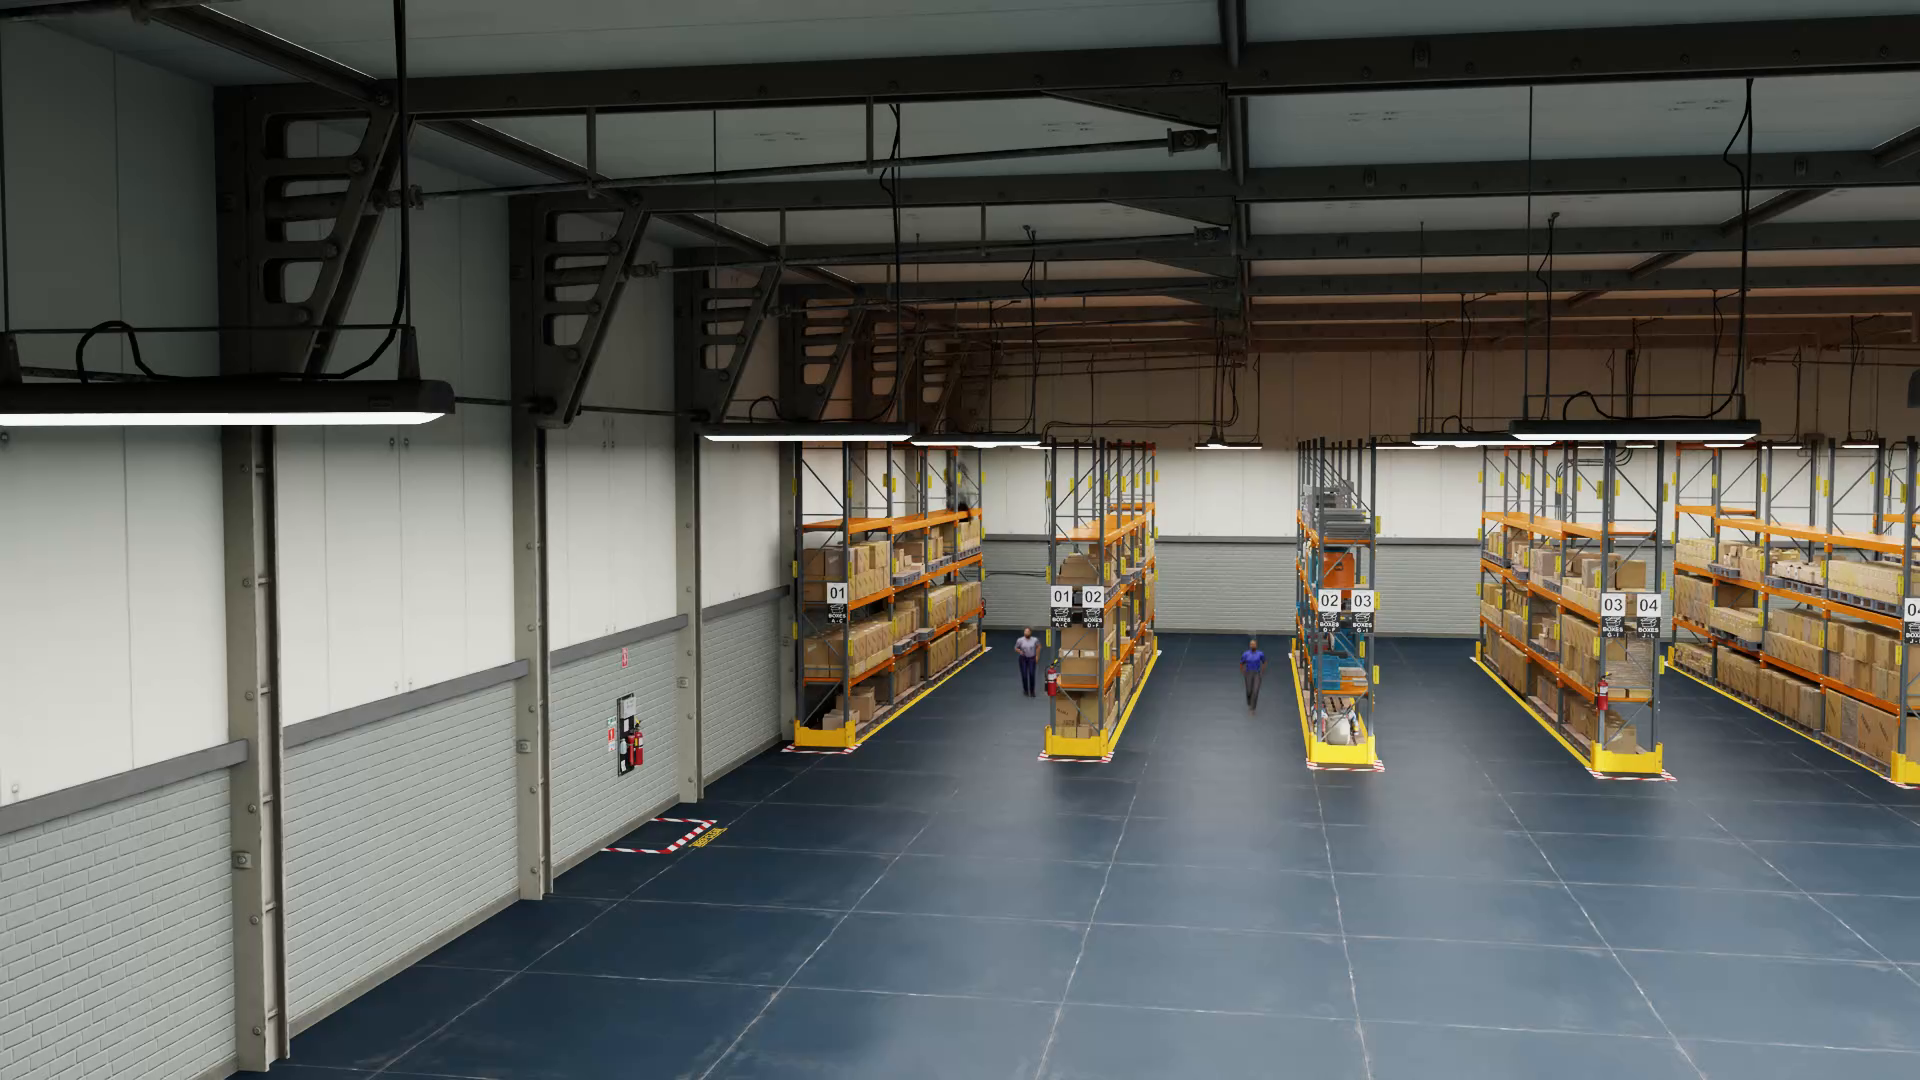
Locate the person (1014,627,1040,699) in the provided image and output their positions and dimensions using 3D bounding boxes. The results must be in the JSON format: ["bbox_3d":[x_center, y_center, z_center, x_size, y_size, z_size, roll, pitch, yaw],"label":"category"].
[{"bbox_3d":[1.566,2.877,38.779,0.592,1.687,0.725,0,3,6],"label":"person"}]

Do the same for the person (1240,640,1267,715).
[{"bbox_3d":[6.447,2.997,36.529,0.587,1.628,0.698,1,3,9],"label":"person"}]
